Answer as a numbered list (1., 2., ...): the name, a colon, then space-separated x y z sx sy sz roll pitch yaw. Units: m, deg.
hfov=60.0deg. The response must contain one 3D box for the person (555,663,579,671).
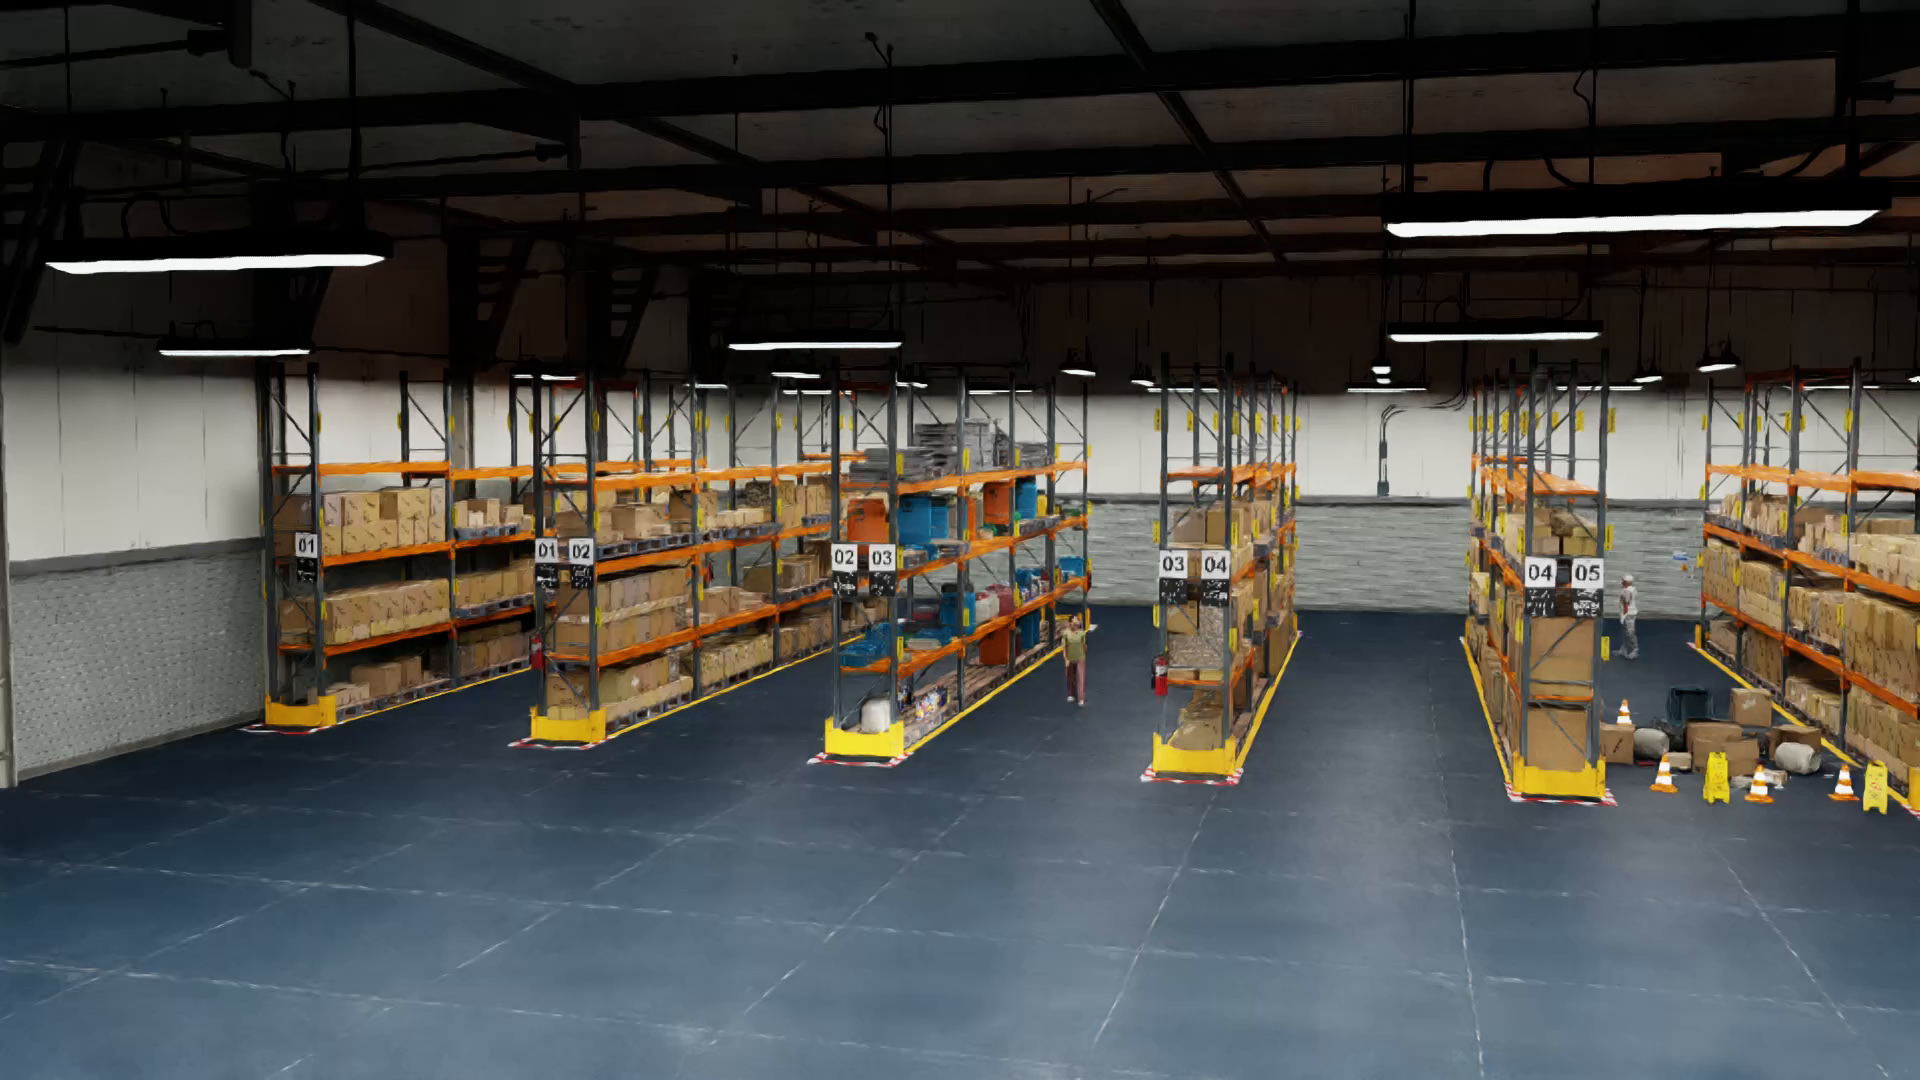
1. person: -7.293 2.030 31.101 0.628 1.589 0.525 1 4 13

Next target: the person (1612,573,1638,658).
1. person: 14.224 1.600 35.512 0.569 1.783 0.675 2 5 31

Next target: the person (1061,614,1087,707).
1. person: 2.021 2.125 29.482 0.444 1.591 1.025 0 4 6
